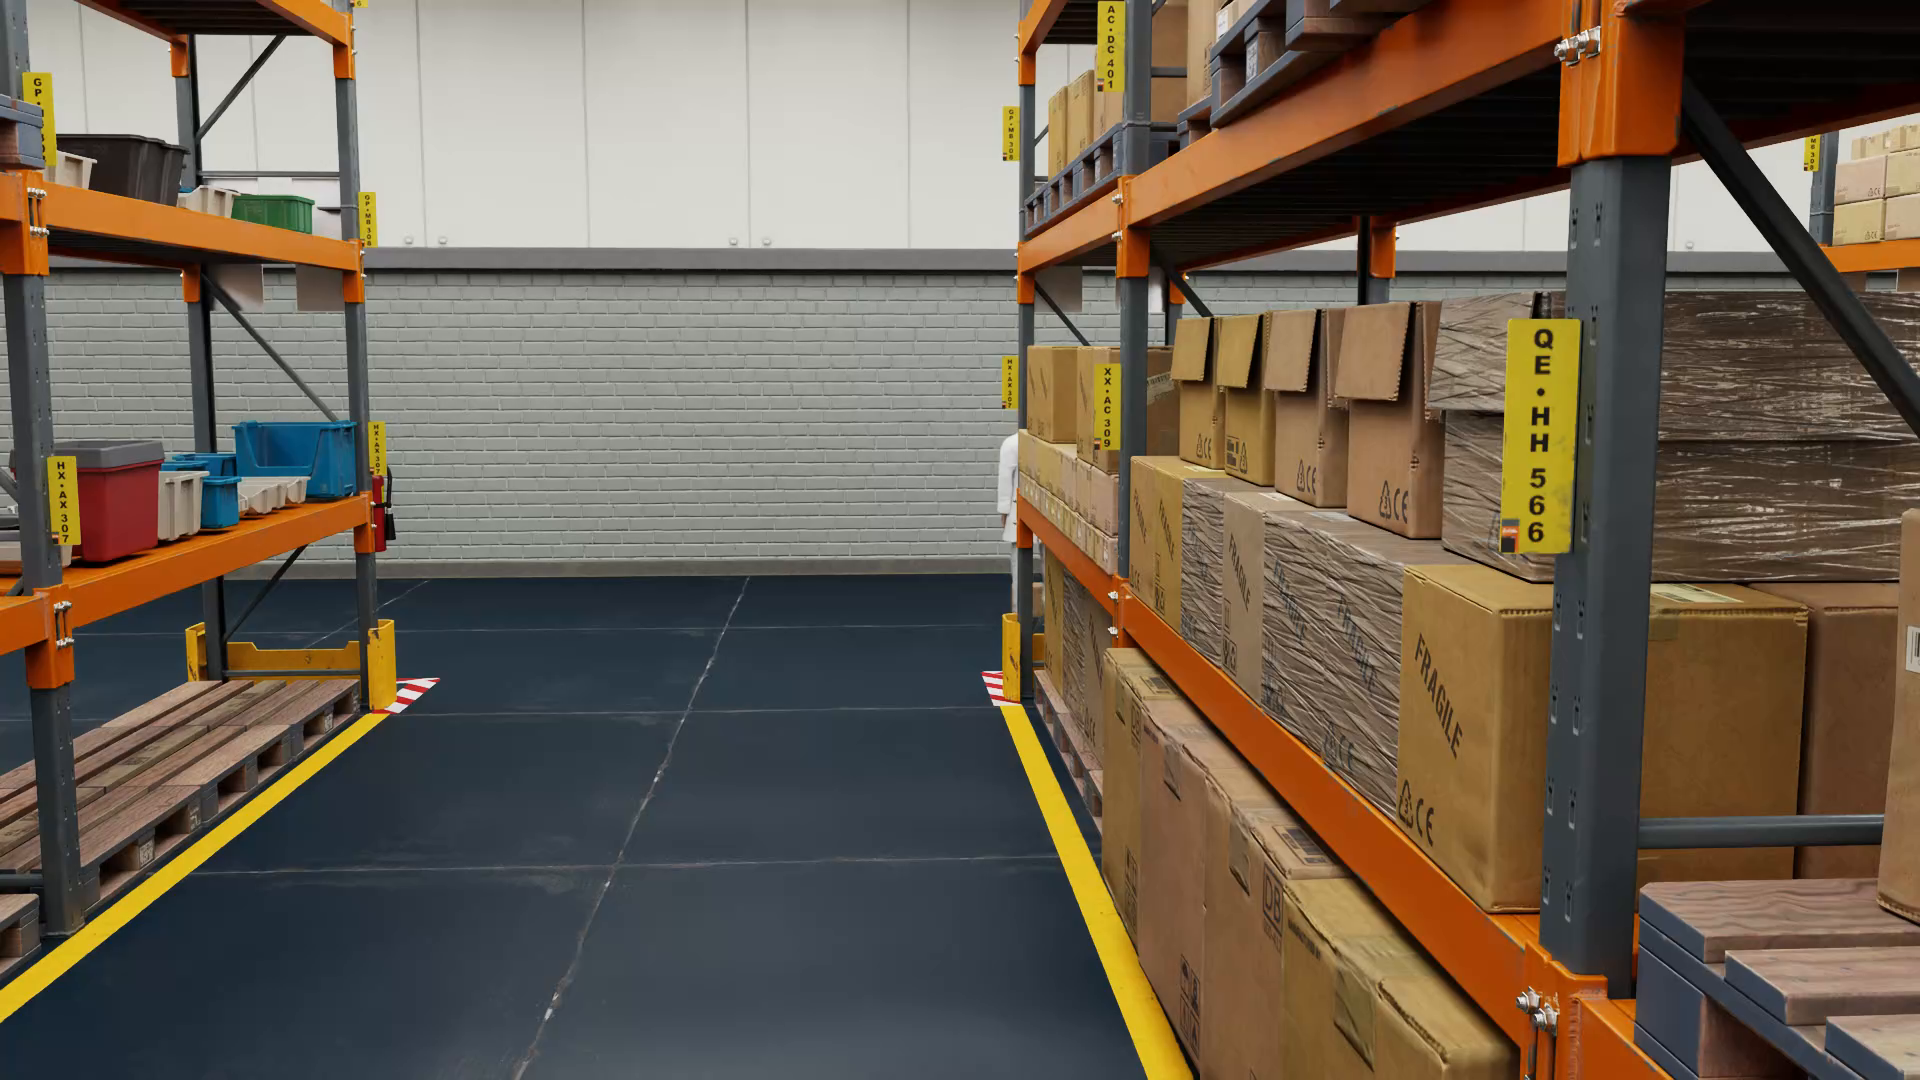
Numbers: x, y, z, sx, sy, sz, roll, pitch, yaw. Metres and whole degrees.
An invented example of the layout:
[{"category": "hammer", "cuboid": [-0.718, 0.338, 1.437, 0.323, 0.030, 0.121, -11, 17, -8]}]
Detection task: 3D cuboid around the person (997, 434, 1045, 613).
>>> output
[{"category": "person", "cuboid": [0.572, -0.139, 13.062, 0.563, 1.667, 0.389, 0, 7, -3]}]
